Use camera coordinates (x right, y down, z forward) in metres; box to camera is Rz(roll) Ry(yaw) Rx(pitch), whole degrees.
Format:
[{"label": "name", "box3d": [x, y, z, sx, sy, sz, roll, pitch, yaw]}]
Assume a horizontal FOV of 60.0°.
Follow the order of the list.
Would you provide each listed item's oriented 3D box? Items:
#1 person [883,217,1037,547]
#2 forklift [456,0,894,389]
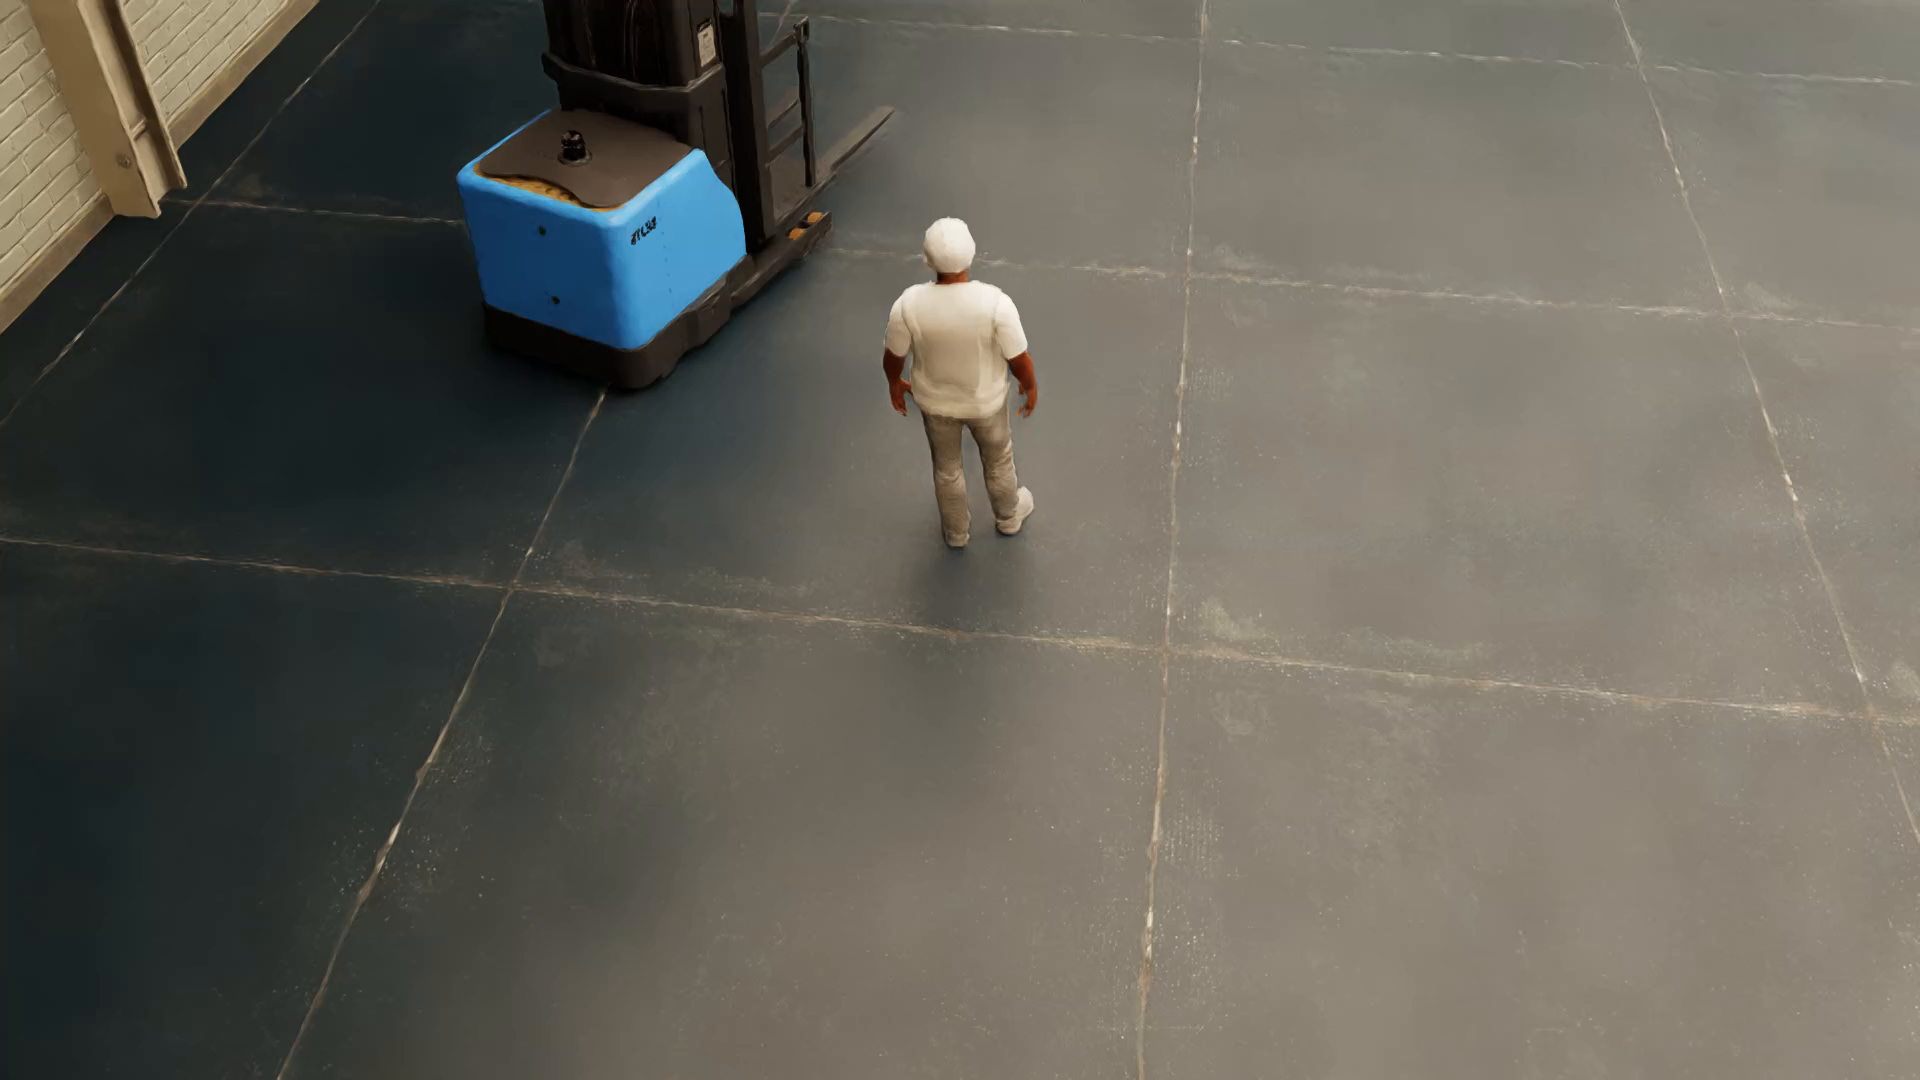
[{"label": "person", "box3d": [0.014, -0.702, 7.339, 0.665, 1.766, 0.576, 5, 43, 6]}, {"label": "forklift", "box3d": [-1.416, -2.859, 8.836, 1.130, 2.935, 3.031, 19, 46, 20]}]
